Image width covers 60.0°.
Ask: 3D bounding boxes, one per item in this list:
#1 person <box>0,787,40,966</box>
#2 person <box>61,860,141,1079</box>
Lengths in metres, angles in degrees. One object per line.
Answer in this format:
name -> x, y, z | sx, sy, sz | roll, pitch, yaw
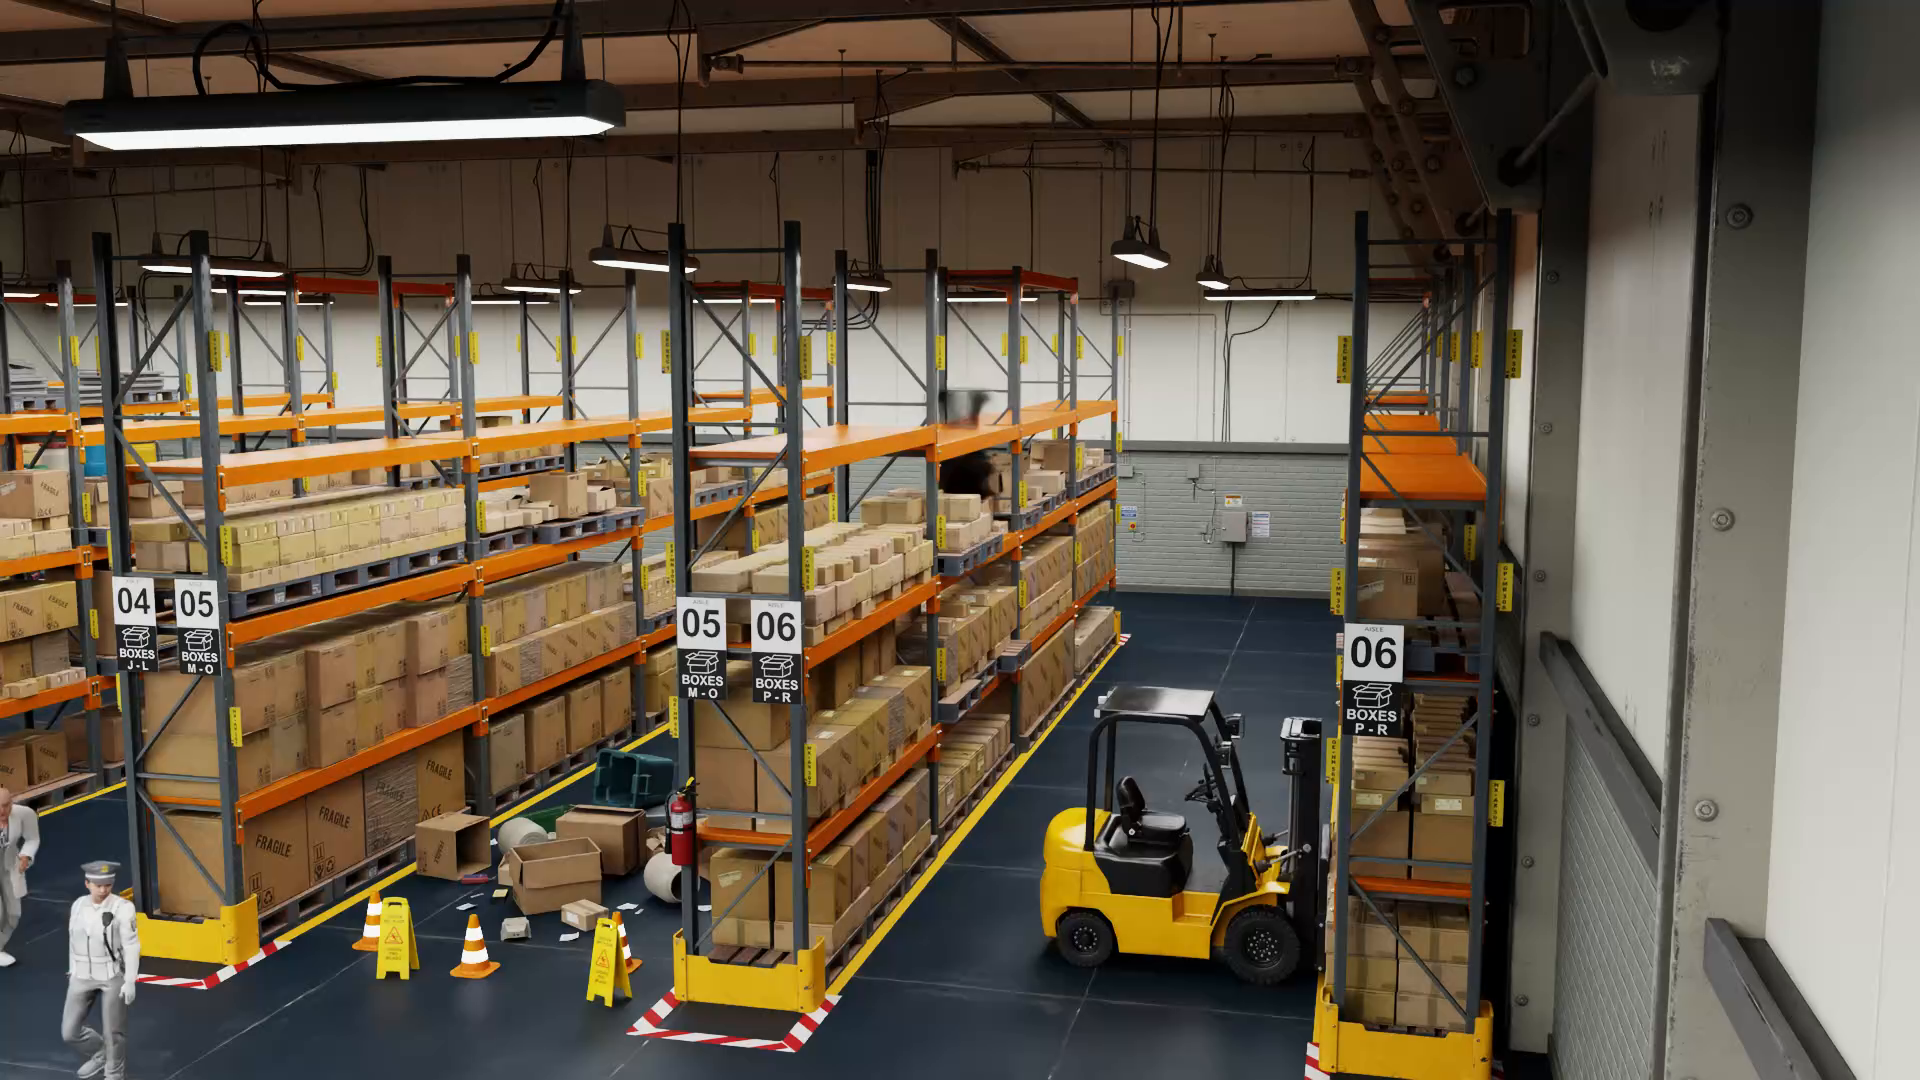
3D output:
person -> -7.851, 2.756, 13.455 | 0.740, 1.577, 0.883 | -7, 10, -45
person -> -5.824, 2.964, 11.290 | 0.565, 1.657, 0.432 | 0, 7, 2
